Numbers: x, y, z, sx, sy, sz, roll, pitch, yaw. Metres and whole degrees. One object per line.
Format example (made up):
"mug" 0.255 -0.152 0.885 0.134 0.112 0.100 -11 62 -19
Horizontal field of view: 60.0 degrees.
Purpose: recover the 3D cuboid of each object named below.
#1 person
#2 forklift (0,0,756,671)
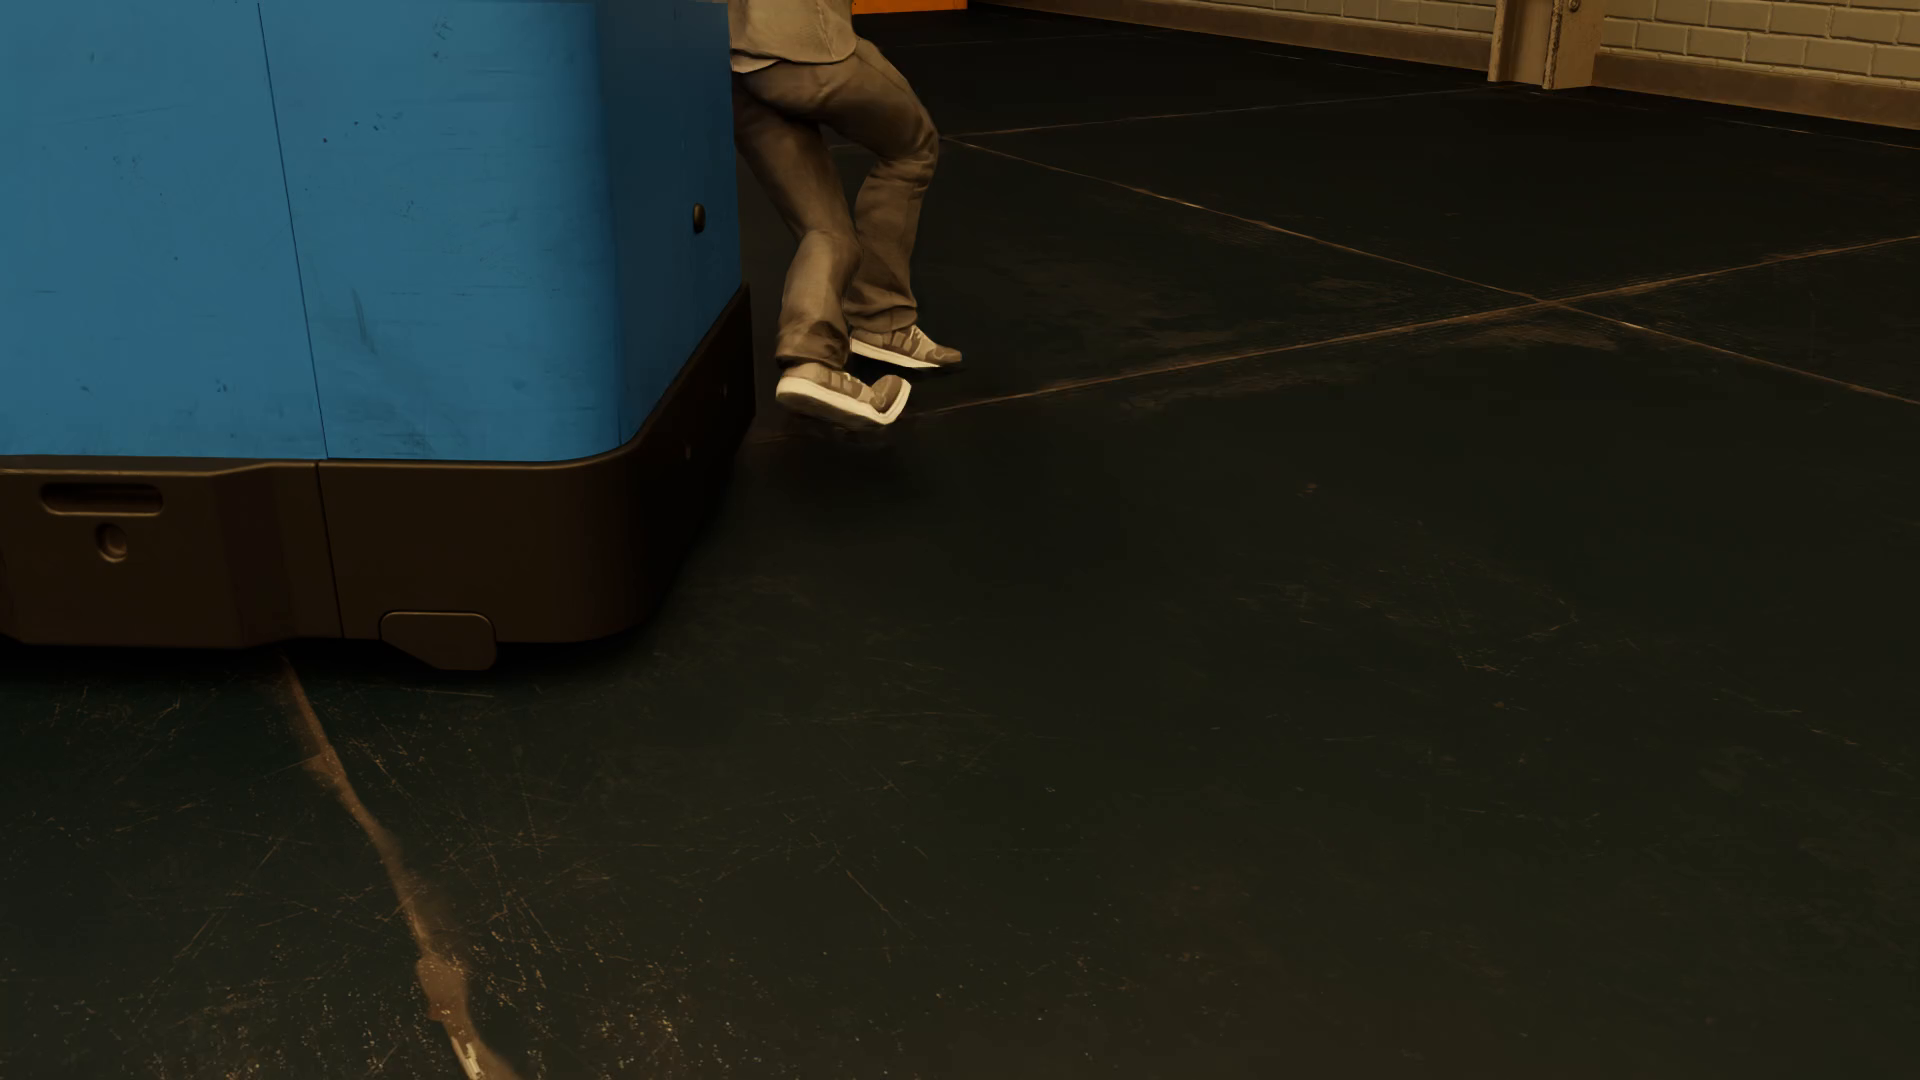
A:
"person" -0.041 -0.904 3.085 1.034 1.396 0.758 -19 29 -38
"forklift" -1.901 -1.380 2.137 3.031 2.935 1.130 1 22 2
